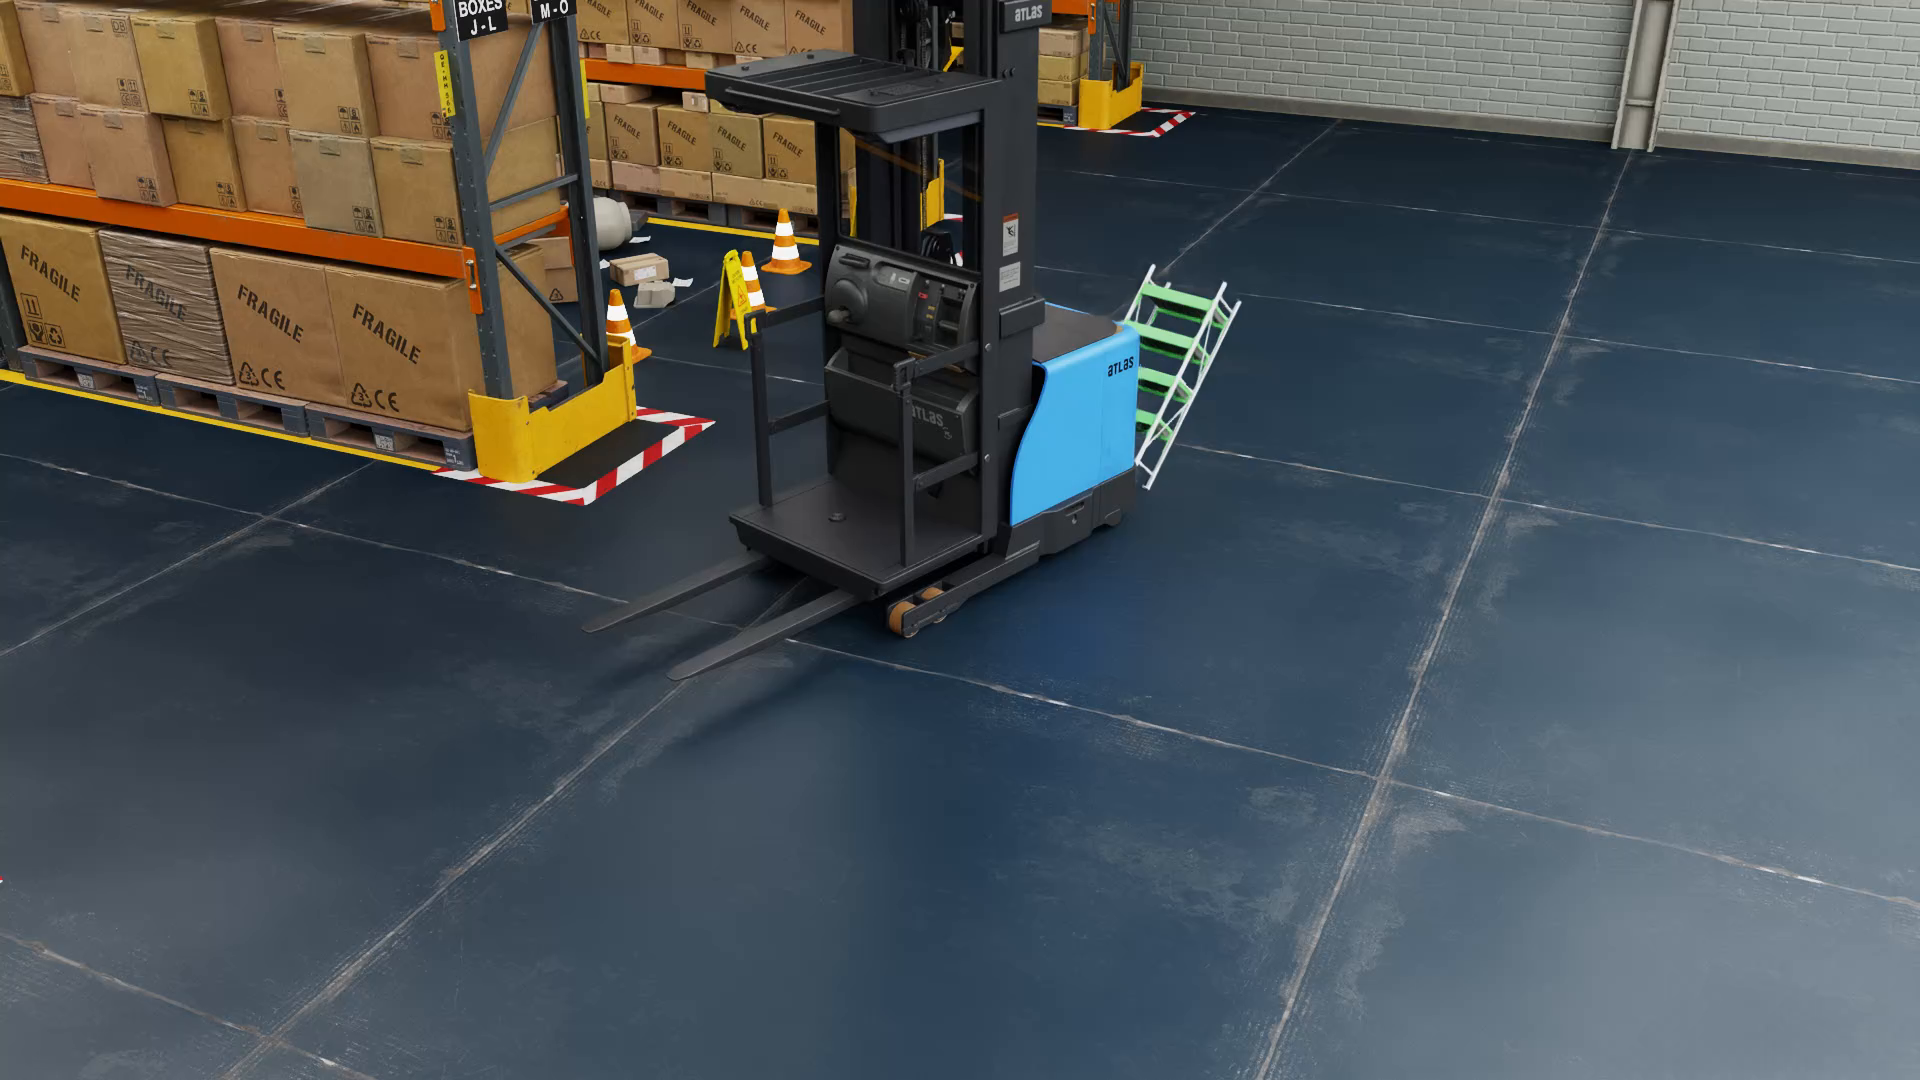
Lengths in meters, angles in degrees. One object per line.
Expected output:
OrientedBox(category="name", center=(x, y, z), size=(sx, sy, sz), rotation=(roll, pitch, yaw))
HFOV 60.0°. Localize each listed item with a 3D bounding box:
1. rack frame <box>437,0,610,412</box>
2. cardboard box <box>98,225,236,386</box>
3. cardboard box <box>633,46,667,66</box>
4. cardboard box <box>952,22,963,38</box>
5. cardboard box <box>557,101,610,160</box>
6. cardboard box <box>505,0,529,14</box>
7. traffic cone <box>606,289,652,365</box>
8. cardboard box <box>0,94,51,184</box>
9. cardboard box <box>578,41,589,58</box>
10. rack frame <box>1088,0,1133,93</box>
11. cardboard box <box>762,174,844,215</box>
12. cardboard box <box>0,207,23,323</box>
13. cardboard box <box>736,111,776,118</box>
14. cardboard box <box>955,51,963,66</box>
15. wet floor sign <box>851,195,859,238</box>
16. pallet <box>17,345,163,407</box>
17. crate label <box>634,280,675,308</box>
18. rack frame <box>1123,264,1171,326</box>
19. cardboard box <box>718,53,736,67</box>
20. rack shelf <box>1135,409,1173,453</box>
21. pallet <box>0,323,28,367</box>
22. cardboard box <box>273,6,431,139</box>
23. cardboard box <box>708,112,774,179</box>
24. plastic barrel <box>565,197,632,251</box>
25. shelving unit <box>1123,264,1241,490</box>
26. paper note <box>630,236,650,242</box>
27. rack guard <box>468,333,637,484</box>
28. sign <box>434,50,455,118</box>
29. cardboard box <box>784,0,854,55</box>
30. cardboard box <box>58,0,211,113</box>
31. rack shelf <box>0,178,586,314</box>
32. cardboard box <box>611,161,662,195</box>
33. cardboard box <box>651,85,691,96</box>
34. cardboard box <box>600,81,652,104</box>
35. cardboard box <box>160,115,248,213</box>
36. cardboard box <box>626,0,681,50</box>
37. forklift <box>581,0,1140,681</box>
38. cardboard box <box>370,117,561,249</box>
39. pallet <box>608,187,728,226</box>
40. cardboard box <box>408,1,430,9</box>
OrientedBox(category="rack frame", center=(-2.400, -1.926, 9.266), size=(0.127, 3.000, 1.000), rotation=(11, 28, 22))
OrientedBox(category="cardboard box", center=(-4.675, -1.586, 10.505), size=(0.875, 0.875, 0.875), rotation=(12, 28, 22))
OrientedBox(category="cardboard box", center=(-2.528, -4.094, 13.954), size=(0.250, 0.149, 0.380), rotation=(11, 28, 22))
OrientedBox(category="cardboard box", center=(0.130, -5.473, 17.975), size=(0.500, 0.250, 0.500), rotation=(12, 29, 22))
OrientedBox(category="cardboard box", center=(-3.166, -3.648, 14.552), size=(0.500, 0.500, 0.500), rotation=(13, 29, 24))
OrientedBox(category="cardboard box", center=(-3.799, -4.652, 14.353), size=(0.500, 0.500, 0.500), rotation=(11, 28, 22))
OrientedBox(category="traffic cone", center=(-2.295, -1.456, 11.183), size=(0.334, 0.463, 0.336), rotation=(11, 28, 22))
OrientedBox(category="cardboard box", center=(-5.700, -2.662, 10.591), size=(0.550, 0.550, 0.875), rotation=(11, 28, 22))
OrientedBox(category="cardboard box", center=(-3.213, -4.246, 14.262), size=(0.250, 0.149, 0.380), rotation=(12, 29, 23))
OrientedBox(category="rack frame", center=(1.609, -5.931, 17.401), size=(0.127, 3.000, 1.000), rotation=(11, 28, 22))
OrientedBox(category="cardboard box", center=(-1.312, -2.933, 13.950), size=(0.500, 0.250, 0.500), rotation=(11, 28, 22))
OrientedBox(category="cardboard box", center=(-6.643, -1.914, 11.312), size=(0.750, 0.750, 1.050), rotation=(11, 28, 22))
OrientedBox(category="cardboard box", center=(-1.642, -3.599, 13.718), size=(0.250, 0.149, 0.380), rotation=(12, 29, 23))
OrientedBox(category="cardboard box", center=(0.105, -5.256, 18.100), size=(0.500, 0.250, 0.500), rotation=(11, 28, 21))
OrientedBox(category="wet floor sign", center=(-0.713, -2.413, 12.921), size=(0.232, 0.644, 0.267), rotation=(23, 35, 39))
OrientedBox(category="pallet", center=(-5.381, -1.236, 11.021), size=(1.213, 0.211, 1.003), rotation=(11, 28, 22))
OrientedBox(category="crate label", center=(-2.259, -1.821, 12.293), size=(0.298, 0.136, 0.250), rotation=(-2, 26, -5))
OrientedBox(category="rack frame", center=(0.897, -1.003, 9.549), size=(0.015, 1.200, 0.240), rotation=(22, -7, 37))
OrientedBox(category="cardboard box", center=(-1.795, -4.000, 13.763), size=(0.250, 0.149, 0.380), rotation=(12, 29, 23))
OrientedBox(category="rack shelf", center=(0.941, -0.659, 9.371), size=(0.480, 0.148, 0.258), rotation=(22, -7, 37))
OrientedBox(category="pallet", center=(-6.775, -1.517, 11.592), size=(1.213, 0.211, 1.003), rotation=(11, 28, 22))
OrientedBox(category="cardboard box", center=(-3.260, -2.625, 9.292), size=(0.550, 0.550, 0.875), rotation=(11, 28, 22))
OrientedBox(category="cardboard box", center=(-1.756, -3.362, 13.970), size=(0.500, 0.500, 0.500), rotation=(12, 29, 24))
OrientedBox(category="plastic barrel", center=(-2.950, -2.548, 13.446), size=(0.512, 0.421, 0.421), rotation=(-12, 29, -23))
OrientedBox(category="shelving unit", center=(1.078, -0.929, 9.402), size=(0.503, 1.200, 0.258), rotation=(22, -7, 37))
OrientedBox(category="paper note", center=(-2.652, -2.496, 13.784), size=(0.148, 0.019, 0.142), rotation=(2, 26, 4))
OrientedBox(category="rack guard", center=(-2.378, -0.800, 9.809), size=(0.348, 0.500, 1.175), rotation=(11, 28, 22))
OrientedBox(category="sign", center=(-2.637, -2.336, 8.520), size=(0.005, 0.325, 0.100), rotation=(11, 28, 22))
OrientedBox(category="cardboard box", center=(-1.051, -4.101, 13.235), size=(0.500, 0.500, 0.500), rotation=(11, 28, 21))
OrientedBox(category="cardboard box", center=(-4.736, -2.920, 9.892), size=(0.550, 0.550, 0.875), rotation=(11, 28, 22))
OrientedBox(category="rack shelf", center=(-4.220, -1.969, 10.167), size=(4.000, 0.370, 1.077), rotation=(11, 28, 22))
OrientedBox(category="cardboard box", center=(-2.684, -3.215, 14.522), size=(0.500, 0.250, 0.500), rotation=(11, 28, 21))
OrientedBox(category="cardboard box", center=(-2.506, -3.772, 14.804), size=(0.500, 0.500, 0.500), rotation=(13, 29, 24))
OrientedBox(category="cardboard box", center=(-2.855, -3.844, 14.215), size=(0.250, 0.149, 0.380), rotation=(13, 29, 25))
OrientedBox(category="cardboard box", center=(-4.223, -2.368, 9.993), size=(0.500, 0.550, 0.875), rotation=(11, 28, 22))
OrientedBox(category="cardboard box", center=(-2.412, -4.388, 13.817), size=(0.500, 0.500, 0.500), rotation=(12, 29, 22))
OrientedBox(category="forklift", center=(-0.427, -1.111, 7.688), size=(1.130, 2.935, 3.031), rotation=(22, 34, 38))
OrientedBox(category="cardboard box", center=(-2.756, -2.043, 9.333), size=(0.550, 0.550, 0.875), rotation=(11, 28, 22))
OrientedBox(category="pallet", center=(-2.343, -3.084, 14.775), size=(1.213, 0.211, 1.003), rotation=(11, 28, 22))
OrientedBox(category="cardboard box", center=(-4.667, -4.725, 14.760), size=(0.250, 0.149, 0.380), rotation=(12, 29, 23))
